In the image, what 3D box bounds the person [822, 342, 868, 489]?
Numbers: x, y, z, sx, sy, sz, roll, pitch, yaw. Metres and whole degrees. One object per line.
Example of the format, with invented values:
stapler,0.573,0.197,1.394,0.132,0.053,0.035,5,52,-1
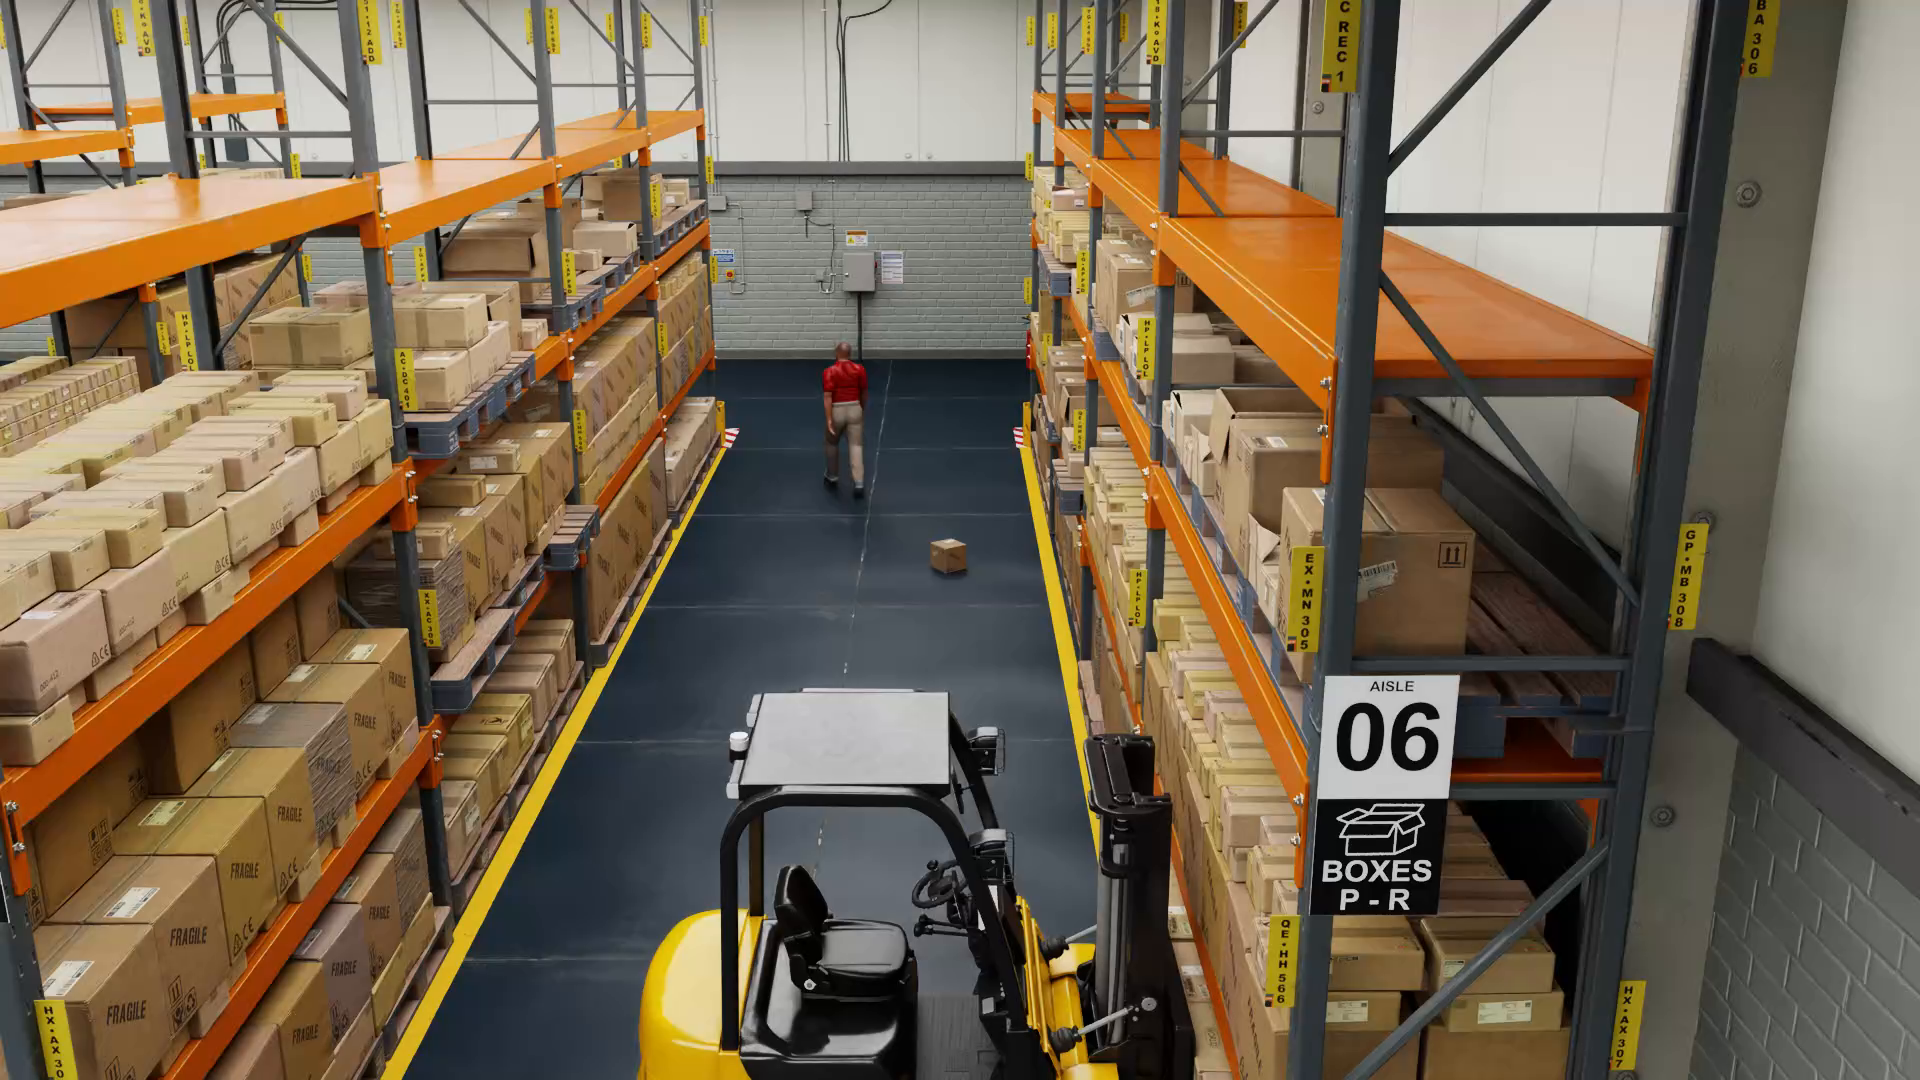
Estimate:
person,-1.304,-1.432,18.832,0.539,1.672,1.032,-4,17,-13
